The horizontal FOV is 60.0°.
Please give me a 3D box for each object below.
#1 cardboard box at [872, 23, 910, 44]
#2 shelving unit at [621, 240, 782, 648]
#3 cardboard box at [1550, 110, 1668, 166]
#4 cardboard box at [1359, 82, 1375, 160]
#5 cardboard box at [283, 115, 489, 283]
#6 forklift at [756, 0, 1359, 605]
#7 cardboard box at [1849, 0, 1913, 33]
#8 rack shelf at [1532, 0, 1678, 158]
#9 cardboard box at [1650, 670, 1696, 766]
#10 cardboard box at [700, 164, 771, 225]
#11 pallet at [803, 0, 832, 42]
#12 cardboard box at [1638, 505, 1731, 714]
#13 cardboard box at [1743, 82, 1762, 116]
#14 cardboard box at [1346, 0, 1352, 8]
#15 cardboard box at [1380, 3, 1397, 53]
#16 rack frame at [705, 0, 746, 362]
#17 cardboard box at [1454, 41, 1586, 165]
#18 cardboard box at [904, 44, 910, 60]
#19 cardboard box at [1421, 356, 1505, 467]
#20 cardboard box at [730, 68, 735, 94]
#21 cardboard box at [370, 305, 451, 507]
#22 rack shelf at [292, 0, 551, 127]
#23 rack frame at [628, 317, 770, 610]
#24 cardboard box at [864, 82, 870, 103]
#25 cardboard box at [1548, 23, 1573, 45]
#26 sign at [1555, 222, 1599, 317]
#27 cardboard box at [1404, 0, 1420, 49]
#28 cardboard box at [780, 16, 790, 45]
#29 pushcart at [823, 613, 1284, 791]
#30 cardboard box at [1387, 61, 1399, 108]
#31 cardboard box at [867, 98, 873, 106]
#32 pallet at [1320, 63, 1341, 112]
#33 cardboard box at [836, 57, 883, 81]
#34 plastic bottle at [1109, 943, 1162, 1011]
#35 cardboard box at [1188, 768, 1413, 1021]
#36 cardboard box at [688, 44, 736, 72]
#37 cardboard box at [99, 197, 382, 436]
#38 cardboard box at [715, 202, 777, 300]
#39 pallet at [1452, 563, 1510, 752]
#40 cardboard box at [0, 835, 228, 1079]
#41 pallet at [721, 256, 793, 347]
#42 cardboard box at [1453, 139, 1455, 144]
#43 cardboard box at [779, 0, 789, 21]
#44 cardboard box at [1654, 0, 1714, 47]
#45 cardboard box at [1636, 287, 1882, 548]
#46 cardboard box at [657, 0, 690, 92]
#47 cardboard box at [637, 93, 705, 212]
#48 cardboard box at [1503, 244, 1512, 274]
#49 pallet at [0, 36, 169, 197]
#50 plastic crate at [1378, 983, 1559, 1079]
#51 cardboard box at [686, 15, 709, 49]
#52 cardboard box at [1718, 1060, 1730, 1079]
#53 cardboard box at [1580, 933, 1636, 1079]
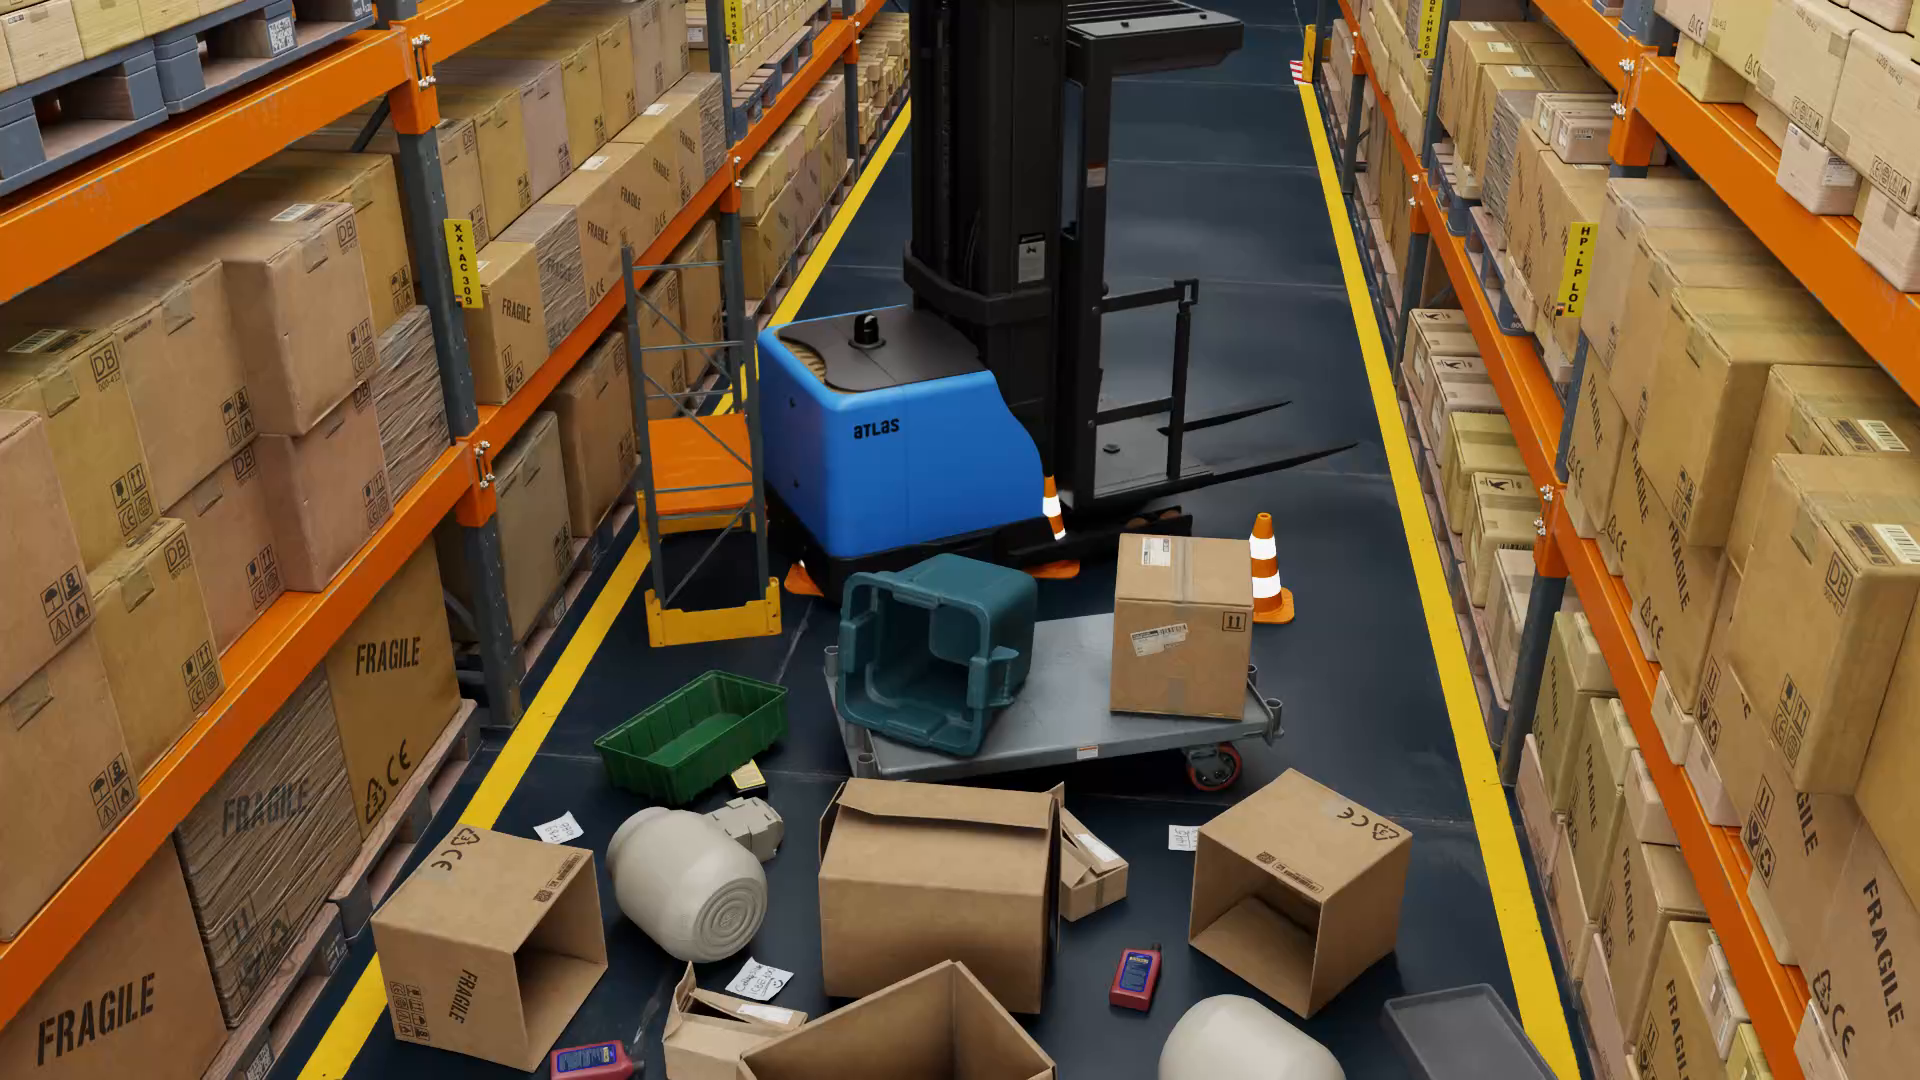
[{"bbox_3d":[-0.652,-4.929,16.172,0.380,0.149,0.250,3,28,5],"label":"cardboard box"},{"bbox_3d":[-1.194,-0.460,7.522,0.587,1.500,1.083,-6,29,-10],"label":"shelving unit"},{"bbox_3d":[2.513,-1.557,6.433,0.380,0.149,0.250,3,28,5],"label":"cardboard box"},{"bbox_3d":[3.773,-3.468,13.784,0.875,0.438,0.875,3,28,5],"label":"cardboard box"},{"bbox_3d":[-2.261,-1.315,6.368,0.700,0.500,0.500,3,28,5],"label":"cardboard box"},{"bbox_3d":[0.583,-1.442,7.836,3.031,2.935,1.130,-13,31,-22],"label":"forklift"},{"bbox_3d":[2.142,-1.172,3.524,0.380,0.149,0.250,3,28,5],"label":"cardboard box"},{"bbox_3d":[2.855,-2.302,6.956,1.077,0.370,4.000,3,28,6],"label":"rack shelf"},{"bbox_3d":[2.086,0.485,4.451,0.380,0.149,0.250,3,29,6],"label":"cardboard box"},{"bbox_3d":[-1.501,-2.204,10.581,0.500,0.250,0.500,2,28,4],"label":"cardboard box"},{"bbox_3d":[-1.573,-3.927,12.578,1.003,0.211,1.213,3,28,6],"label":"pallet"},{"bbox_3d":[2.166,0.133,4.422,0.500,0.500,0.500,3,28,6],"label":"cardboard box"},{"bbox_3d":[2.320,-1.191,4.400,0.380,0.149,0.250,3,28,6],"label":"cardboard box"},{"bbox_3d":[3.450,-4.642,13.598,0.500,0.500,0.500,3,28,5],"label":"cardboard box"},{"bbox_3d":[3.072,-3.364,10.963,0.500,0.250,0.500,3,28,5],"label":"cardboard box"},{"bbox_3d":[-1.826,-2.479,9.690,1.000,3.000,0.127,3,28,6],"label":"rack frame"},{"bbox_3d":[2.758,-2.155,8.226,0.500,0.500,0.500,5,29,9],"label":"cardboard box"},{"bbox_3d":[-0.689,-4.796,16.239,0.380,0.149,0.250,2,28,4],"label":"cardboard box"},{"bbox_3d":[2.938,-0.654,8.629,0.950,0.372,0.625,3,28,5],"label":"cardboard box"},{"bbox_3d":[-1.570,-2.753,10.019,0.380,0.149,0.250,3,28,5],"label":"cardboard box"},{"bbox_3d":[-2.349,-0.488,5.835,0.875,0.550,0.550,3,28,6],"label":"cardboard box"},{"bbox_3d":[-2.071,-2.542,7.401,1.077,0.370,4.000,3,28,6],"label":"rack shelf"},{"bbox_3d":[-1.089,-0.220,7.076,0.500,1.500,0.032,-6,29,-10],"label":"rack frame"},{"bbox_3d":[-1.001,-3.943,14.656,0.380,0.149,0.250,2,28,4],"label":"cardboard box"},{"bbox_3d":[3.320,-2.369,8.623,0.500,0.500,0.500,3,28,5],"label":"cardboard box"},{"bbox_3d":[2.058,-0.897,5.531,0.100,0.325,0.005,3,28,6],"label":"sign"},{"bbox_3d":[2.958,-3.224,9.912,0.500,0.500,0.500,4,29,7],"label":"cardboard box"},{"bbox_3d":[-1.377,-3.499,11.405,0.380,0.149,0.250,2,28,5],"label":"cardboard box"},{"bbox_3d":[0.341,0.689,6.573,1.648,0.377,0.936,-6,29,-11],"label":"pushcart"},{"bbox_3d":[3.029,-2.904,10.636,0.500,0.250,0.500,3,28,6],"label":"cardboard box"},{"bbox_3d":[-0.979,-3.812,14.727,0.380,0.149,0.250,3,28,5],"label":"cardboard box"},{"bbox_3d":[4.060,-4.396,16.188,1.003,0.211,1.213,3,28,6],"label":"pallet"},{"bbox_3d":[-0.891,-4.191,14.803,0.380,0.149,0.250,4,29,7],"label":"cardboard box"},{"bbox_3d":[0.590,1.436,5.521,0.133,0.061,0.283,8,29,15],"label":"plastic bottle"},{"bbox_3d":[1.128,1.168,5.552,0.500,0.500,0.500,-24,36,-37],"label":"cardboard box"},{"bbox_3d":[-1.567,-2.900,9.980,0.380,0.149,0.250,5,29,8],"label":"cardboard box"},{"bbox_3d":[-2.347,-0.701,5.091,0.875,0.550,0.550,3,28,6],"label":"cardboard box"},{"bbox_3d":[-1.486,-1.882,10.773,0.500,0.500,0.500,2,28,4],"label":"cardboard box"},{"bbox_3d":[2.703,0.505,7.091,1.003,0.211,1.213,3,28,6],"label":"pallet"},{"bbox_3d":[-2.682,1.299,4.473,0.875,0.875,0.875,3,28,5],"label":"cardboard box"},{"bbox_3d":[-1.728,-1.620,11.034,1.003,0.211,1.213,3,28,6],"label":"pallet"},{"bbox_3d":[2.875,-2.171,8.940,0.380,0.149,0.250,2,28,3],"label":"cardboard box"},{"bbox_3d":[-1.381,-3.634,11.341,0.380,0.149,0.250,4,29,8],"label":"cardboard box"},{"bbox_3d":[2.284,-1.551,4.648,0.500,0.250,0.500,3,28,5],"label":"cardboard box"},{"bbox_3d":[2.168,-0.303,4.177,0.700,0.500,0.500,3,28,5],"label":"cardboard box"},{"bbox_3d":[-1.890,-2.753,9.038,0.700,0.500,0.500,3,28,6],"label":"cardboard box"},{"bbox_3d":[-1.677,-2.061,8.808,0.500,0.500,0.500,3,28,6],"label":"cardboard box"},{"bbox_3d":[2.538,-1.168,7.078,0.380,0.149,0.250,3,28,6],"label":"cardboard box"},{"bbox_3d":[-2.578,-0.921,3.728,1.003,0.211,1.213,3,28,6],"label":"pallet"},{"bbox_3d":[1.603,1.620,5.158,0.402,0.080,0.583,-6,29,-11],"label":"plastic crate"},{"bbox_3d":[-1.576,-3.024,9.895,0.380,0.149,0.250,3,28,6],"label":"cardboard box"},{"bbox_3d":[2.019,1.584,3.813,0.500,0.500,0.500,4,29,8],"label":"cardboard box"},{"bbox_3d":[2.153,1.433,4.884,0.500,0.250,0.500,3,28,6],"label":"cardboard box"}]
